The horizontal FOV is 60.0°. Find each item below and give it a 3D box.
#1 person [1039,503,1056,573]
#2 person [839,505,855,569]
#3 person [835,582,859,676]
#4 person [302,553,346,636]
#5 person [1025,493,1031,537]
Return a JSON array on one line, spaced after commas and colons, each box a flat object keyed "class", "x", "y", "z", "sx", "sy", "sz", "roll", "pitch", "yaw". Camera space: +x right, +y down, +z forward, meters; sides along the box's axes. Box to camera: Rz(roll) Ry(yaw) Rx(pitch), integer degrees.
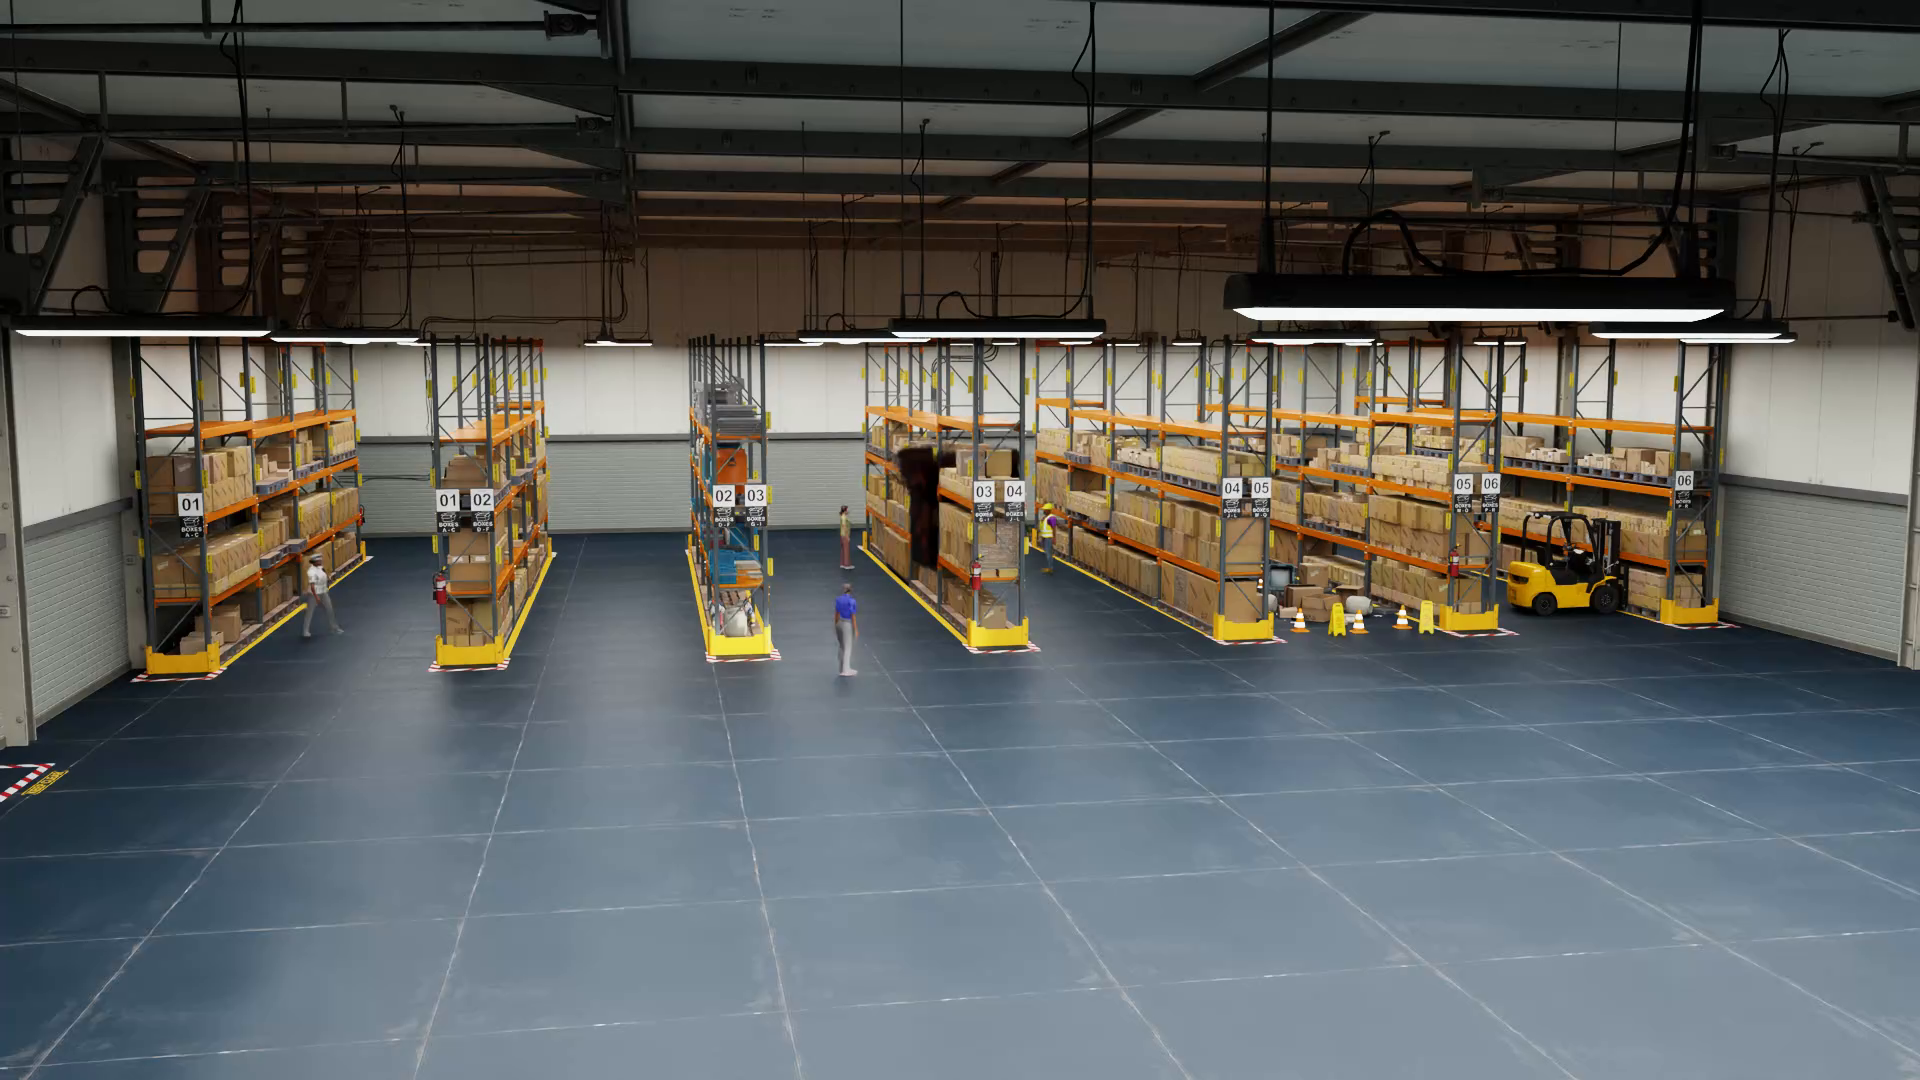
[{"class": "person", "x": 2.236, "y": -0.058, "z": 42.772, "sx": 0.358, "sy": 1.770, "sz": 0.652, "roll": -2, "pitch": 7, "yaw": -20}, {"class": "person", "x": -2.955, "y": -0.076, "z": 43.415, "sx": 0.412, "sy": 1.686, "sz": 0.508, "roll": -1, "pitch": 7, "yaw": -9}, {"class": "person", "x": -1.974, "y": 1.561, "z": 29.296, "sx": 0.403, "sy": 1.668, "sz": 0.515, "roll": -4, "pitch": 8, "yaw": -31}, {"class": "person", "x": -12.805, "y": 1.088, "z": 33.315, "sx": 0.650, "sy": 1.670, "sz": 0.662, "roll": 2, "pitch": 7, "yaw": 19}, {"class": "person", "x": 1.762, "y": -0.870, "z": 49.756, "sx": 0.561, "sy": 1.765, "sz": 0.825, "roll": 6, "pitch": 9, "yaw": 40}]
